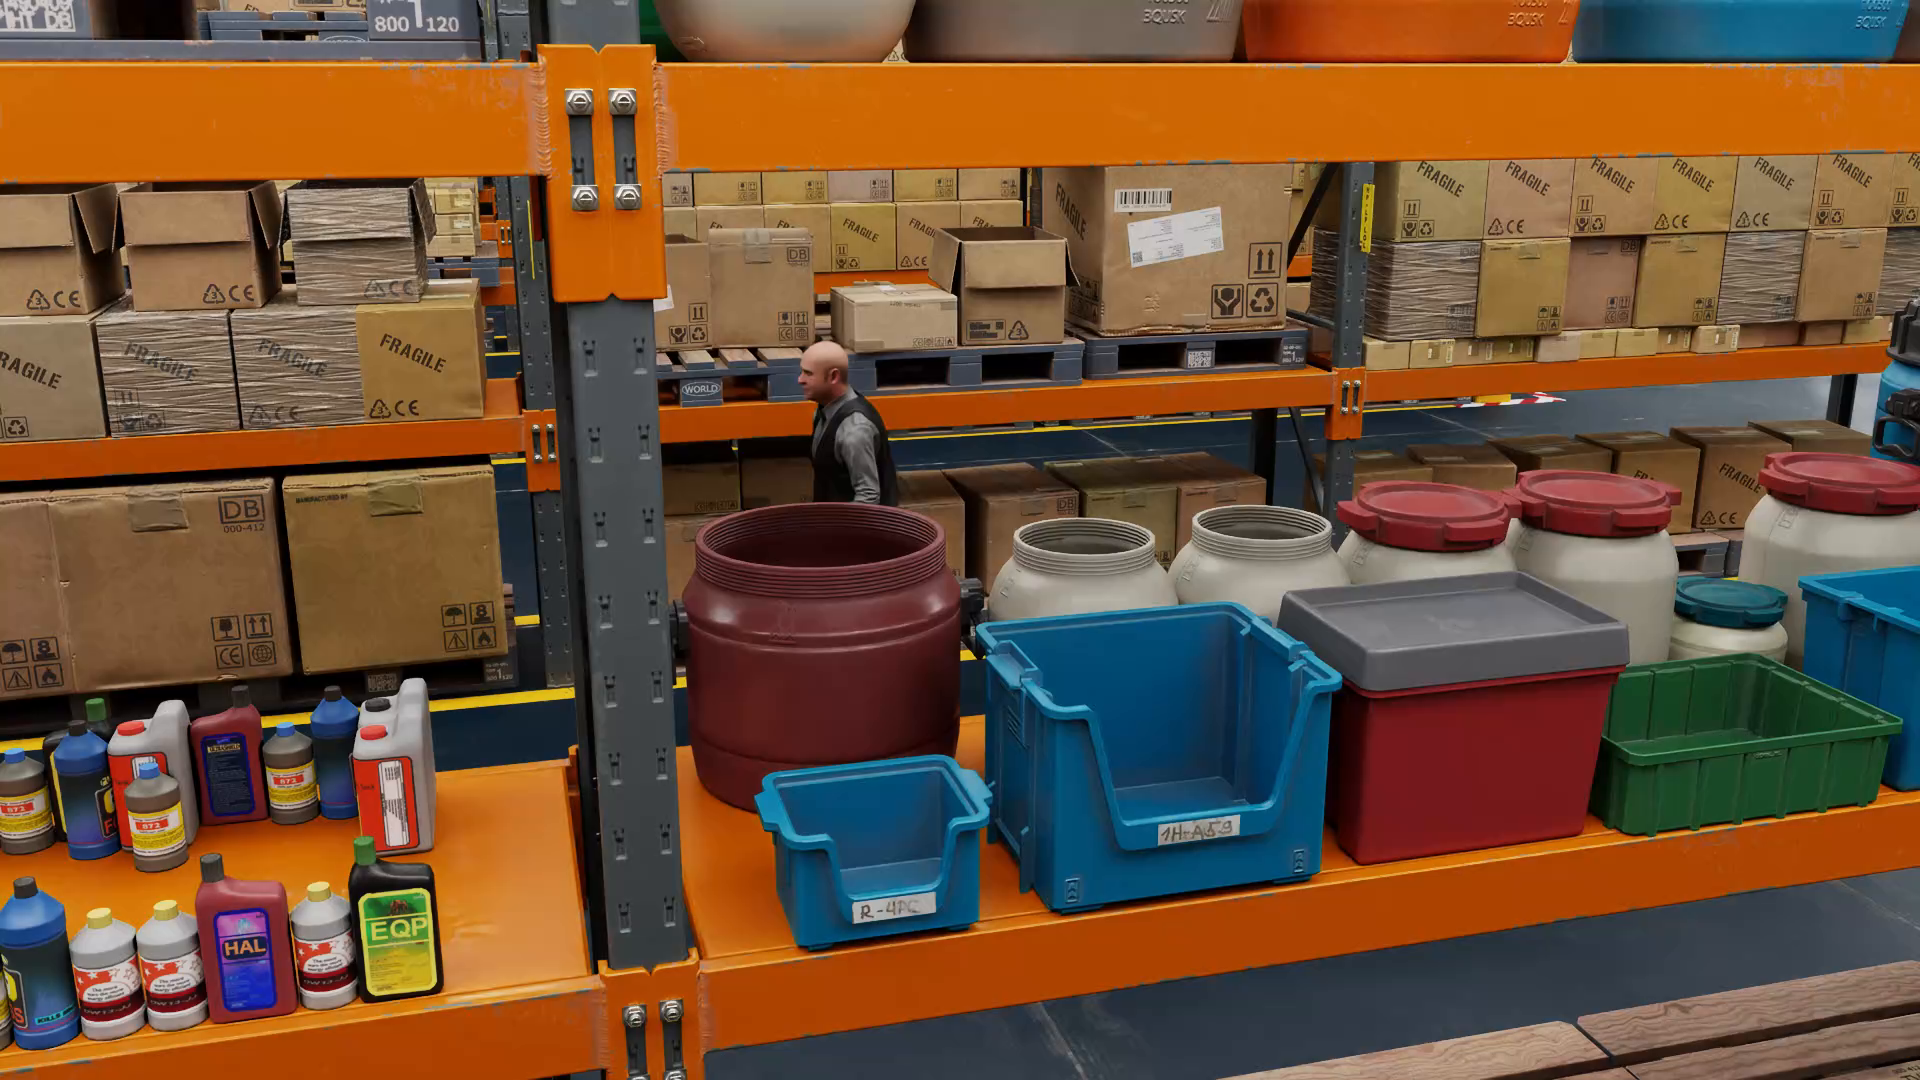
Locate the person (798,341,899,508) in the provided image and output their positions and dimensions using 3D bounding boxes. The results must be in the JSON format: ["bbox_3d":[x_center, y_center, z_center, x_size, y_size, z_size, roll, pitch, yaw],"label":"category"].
[{"bbox_3d":[-0.482,0.005,7.060,0.425,1.719,0.578,-5,17,-18],"label":"person"}]
